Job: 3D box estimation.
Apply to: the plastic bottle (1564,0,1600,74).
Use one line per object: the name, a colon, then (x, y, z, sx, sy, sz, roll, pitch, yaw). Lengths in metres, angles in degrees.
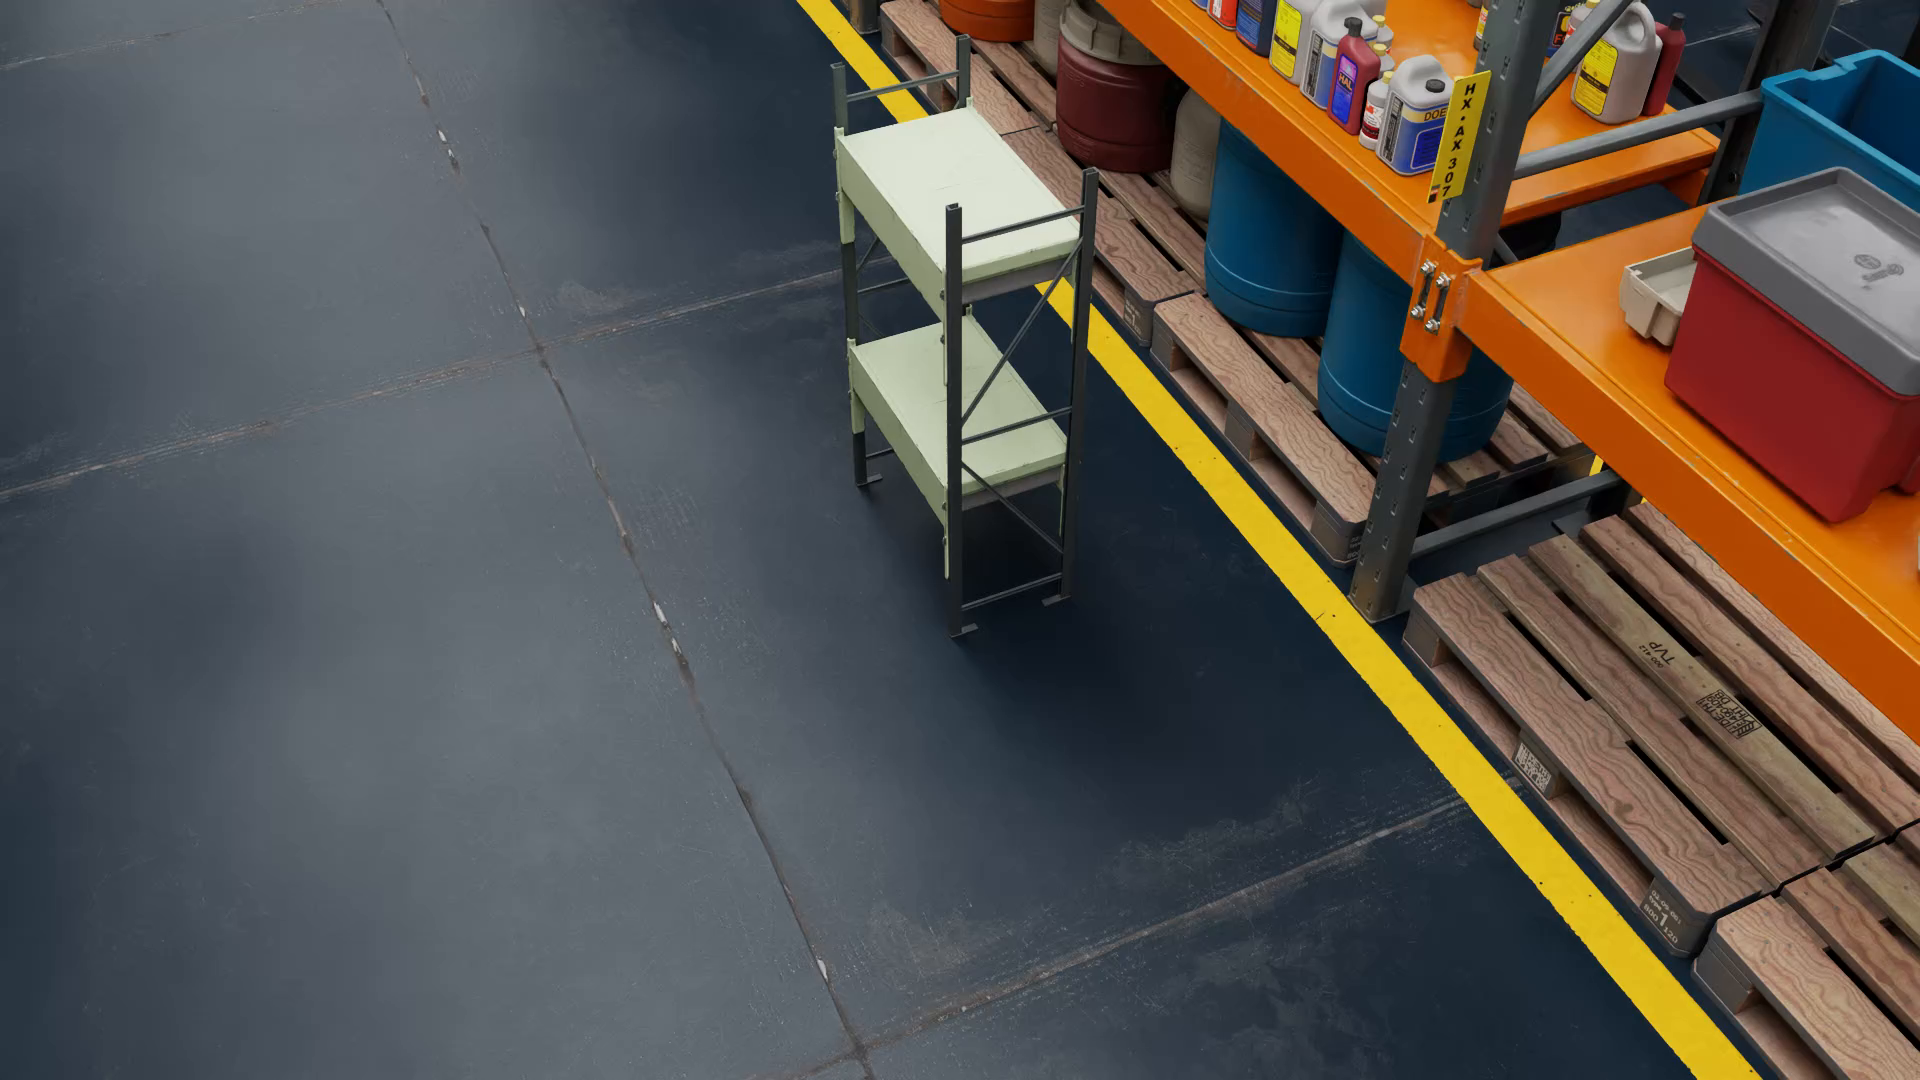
plastic bottle: (1.769, -1.436, 4.712, 0.097, 0.201, 0.097, 0, 45, 0)

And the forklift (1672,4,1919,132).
forklift: (3.568, -2.158, 5.350, 1.121, 2.935, 3.031, -10, 46, -10)

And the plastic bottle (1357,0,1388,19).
plastic bottle: (1.105, -1.509, 4.678, 0.144, 0.351, 0.185, -18, 47, -17)

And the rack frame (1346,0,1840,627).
rack frame: (1.657, -0.994, 4.122, 1.000, 3.000, 0.127, -18, 47, -17)

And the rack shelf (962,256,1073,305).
rack shelf: (-0.003, -0.867, 4.403, 0.332, 0.071, 0.664, -18, 47, -17)

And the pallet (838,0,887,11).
pallet: (-0.315, -3.056, 8.197, 1.003, 0.211, 1.213, -18, 47, -17)

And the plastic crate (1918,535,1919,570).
plastic crate: (2.132, 0.054, 3.101, 0.437, 0.282, 0.530, -18, 47, -17)

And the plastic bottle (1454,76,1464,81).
plastic bottle: (1.304, -1.128, 4.399, 0.097, 0.201, 0.097, 0, 45, 0)

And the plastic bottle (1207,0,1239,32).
plastic bottle: (0.833, -1.660, 4.885, 0.152, 0.276, 0.135, -18, 47, -17)

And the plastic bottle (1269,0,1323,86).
plastic bottle: (0.974, -1.466, 4.635, 0.144, 0.351, 0.185, -18, 47, -17)

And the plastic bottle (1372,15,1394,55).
plastic bottle: (1.150, -1.361, 4.635, 0.097, 0.201, 0.097, 0, 45, 0)

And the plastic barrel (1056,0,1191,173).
plastic barrel: (0.671, -1.808, 6.365, 0.600, 0.588, 0.708, -18, 47, -17)

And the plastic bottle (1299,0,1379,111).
plastic bottle: (1.045, -1.339, 4.559, 0.152, 0.276, 0.135, -18, 47, -17)

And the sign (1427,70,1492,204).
sign: (1.157, -0.932, 3.861, 0.100, 0.325, 0.005, -18, 47, -17)

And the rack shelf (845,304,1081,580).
rack shelf: (-0.003, -0.306, 4.957, 0.431, 0.370, 0.720, -18, 47, -17)

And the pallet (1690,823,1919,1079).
pallet: (2.519, 1.234, 3.849, 1.003, 0.211, 1.213, -18, 47, -17)

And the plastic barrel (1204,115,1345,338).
plastic barrel: (1.146, -1.200, 5.525, 0.600, 0.901, 0.708, -18, 47, -17)

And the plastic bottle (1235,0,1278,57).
plastic bottle: (0.896, -1.584, 4.755, 0.144, 0.351, 0.185, -18, 47, -17)

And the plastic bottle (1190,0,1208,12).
plastic bottle: (0.776, -1.746, 4.972, 0.152, 0.276, 0.135, -18, 47, -17)

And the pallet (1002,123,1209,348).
pallet: (0.854, -1.284, 6.401, 1.003, 0.211, 1.213, -18, 47, -17)

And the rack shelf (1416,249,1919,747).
rack shelf: (2.498, 0.536, 3.083, 1.077, 0.370, 4.000, -18, 47, -17)

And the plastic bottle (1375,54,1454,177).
plastic bottle: (1.198, -1.106, 4.323, 0.152, 0.276, 0.135, -18, 47, -17)

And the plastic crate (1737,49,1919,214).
plastic crate: (2.163, -0.813, 3.907, 0.392, 0.384, 0.575, -18, 47, -17)

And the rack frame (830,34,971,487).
rack frame: (-0.157, -0.771, 4.964, 0.400, 1.500, 0.023, -18, 47, -17)

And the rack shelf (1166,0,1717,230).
rack shelf: (0.816, -2.082, 5.598, 0.919, 0.124, 3.809, -18, 47, -17)

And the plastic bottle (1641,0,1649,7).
plastic bottle: (1.834, -1.398, 4.614, 0.061, 0.283, 0.133, -18, 47, -17)

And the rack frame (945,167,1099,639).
rack frame: (0.151, -0.305, 4.491, 0.400, 1.500, 0.023, -18, 47, -17)

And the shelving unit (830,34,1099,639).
shelving unit: (-0.003, -0.538, 4.728, 0.431, 1.500, 0.755, -18, 47, -17)

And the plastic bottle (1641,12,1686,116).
plastic bottle: (1.890, -1.313, 4.528, 0.061, 0.283, 0.133, -18, 47, -17)
